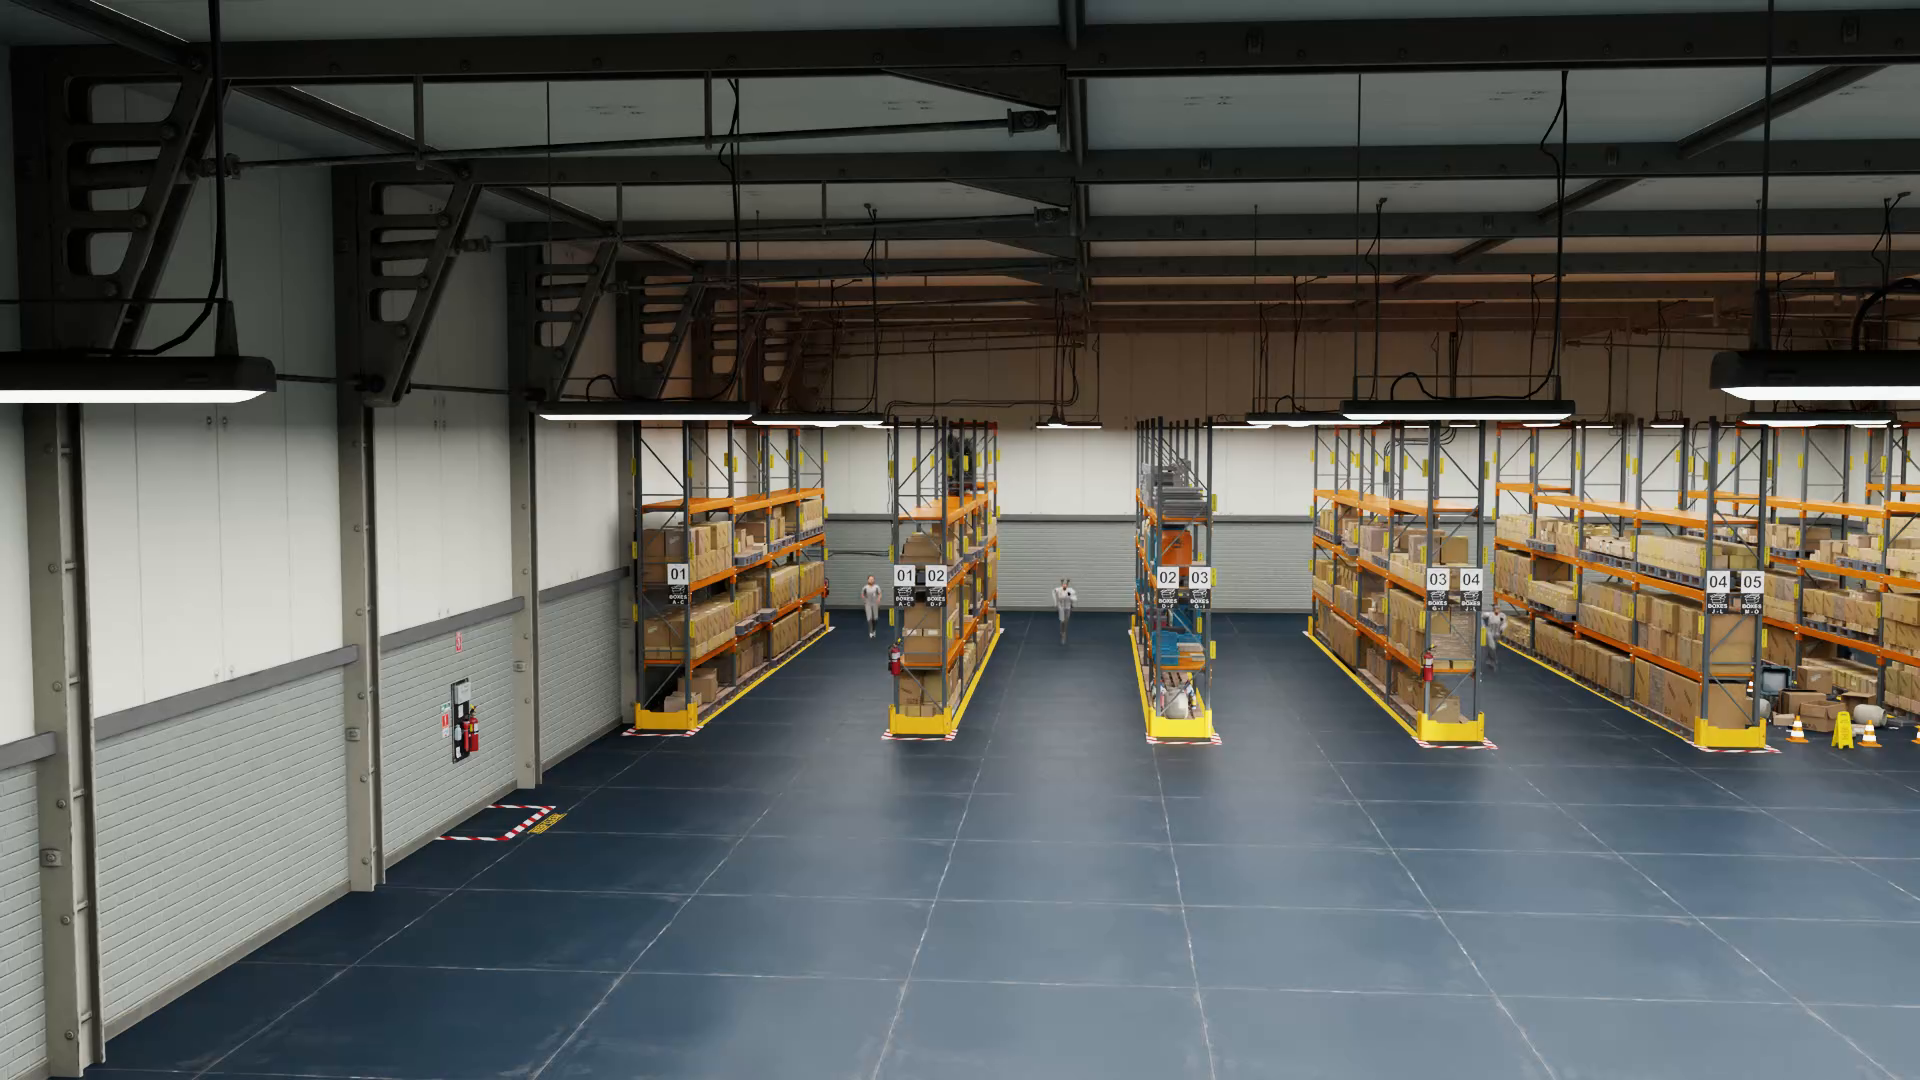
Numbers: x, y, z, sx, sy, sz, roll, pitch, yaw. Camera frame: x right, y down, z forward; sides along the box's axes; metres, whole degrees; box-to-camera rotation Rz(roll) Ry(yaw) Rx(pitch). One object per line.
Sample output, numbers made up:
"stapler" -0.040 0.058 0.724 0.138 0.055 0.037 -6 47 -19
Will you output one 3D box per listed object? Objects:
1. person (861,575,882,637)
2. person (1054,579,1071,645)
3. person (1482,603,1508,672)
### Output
"person" -2.338 1.757 44.019 0.558 1.647 0.539 0 4 -6
"person" 2.665 1.839 43.027 0.431 1.707 0.844 0 4 -4
"person" 12.818 2.320 40.008 0.634 1.682 0.902 0 4 2
